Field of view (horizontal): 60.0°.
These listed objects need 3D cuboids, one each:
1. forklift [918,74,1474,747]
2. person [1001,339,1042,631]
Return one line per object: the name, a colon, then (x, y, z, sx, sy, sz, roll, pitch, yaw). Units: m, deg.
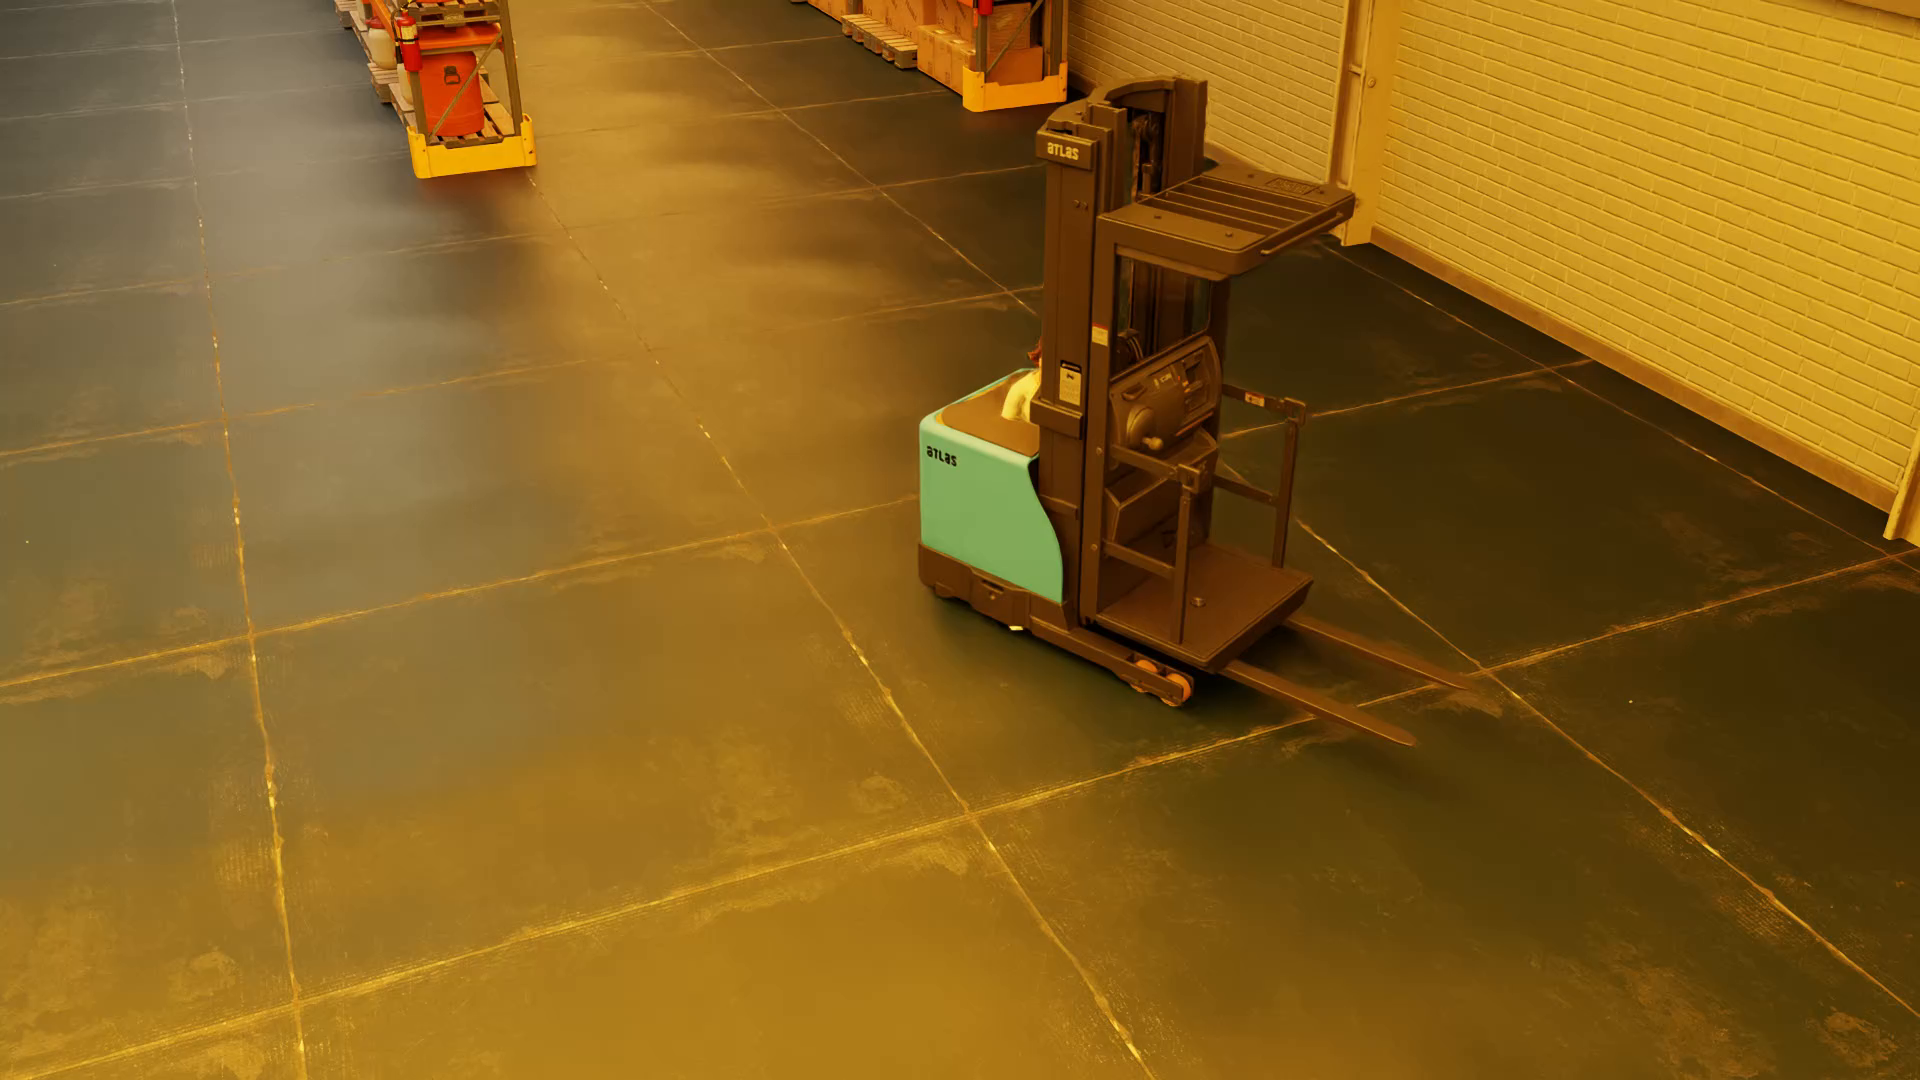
forklift: (1.213, -0.711, 8.363, 3.031, 2.935, 1.130, 23, 37, 34)
person: (0.495, -0.329, 9.047, 0.641, 1.601, 0.756, 1, 30, 2)
